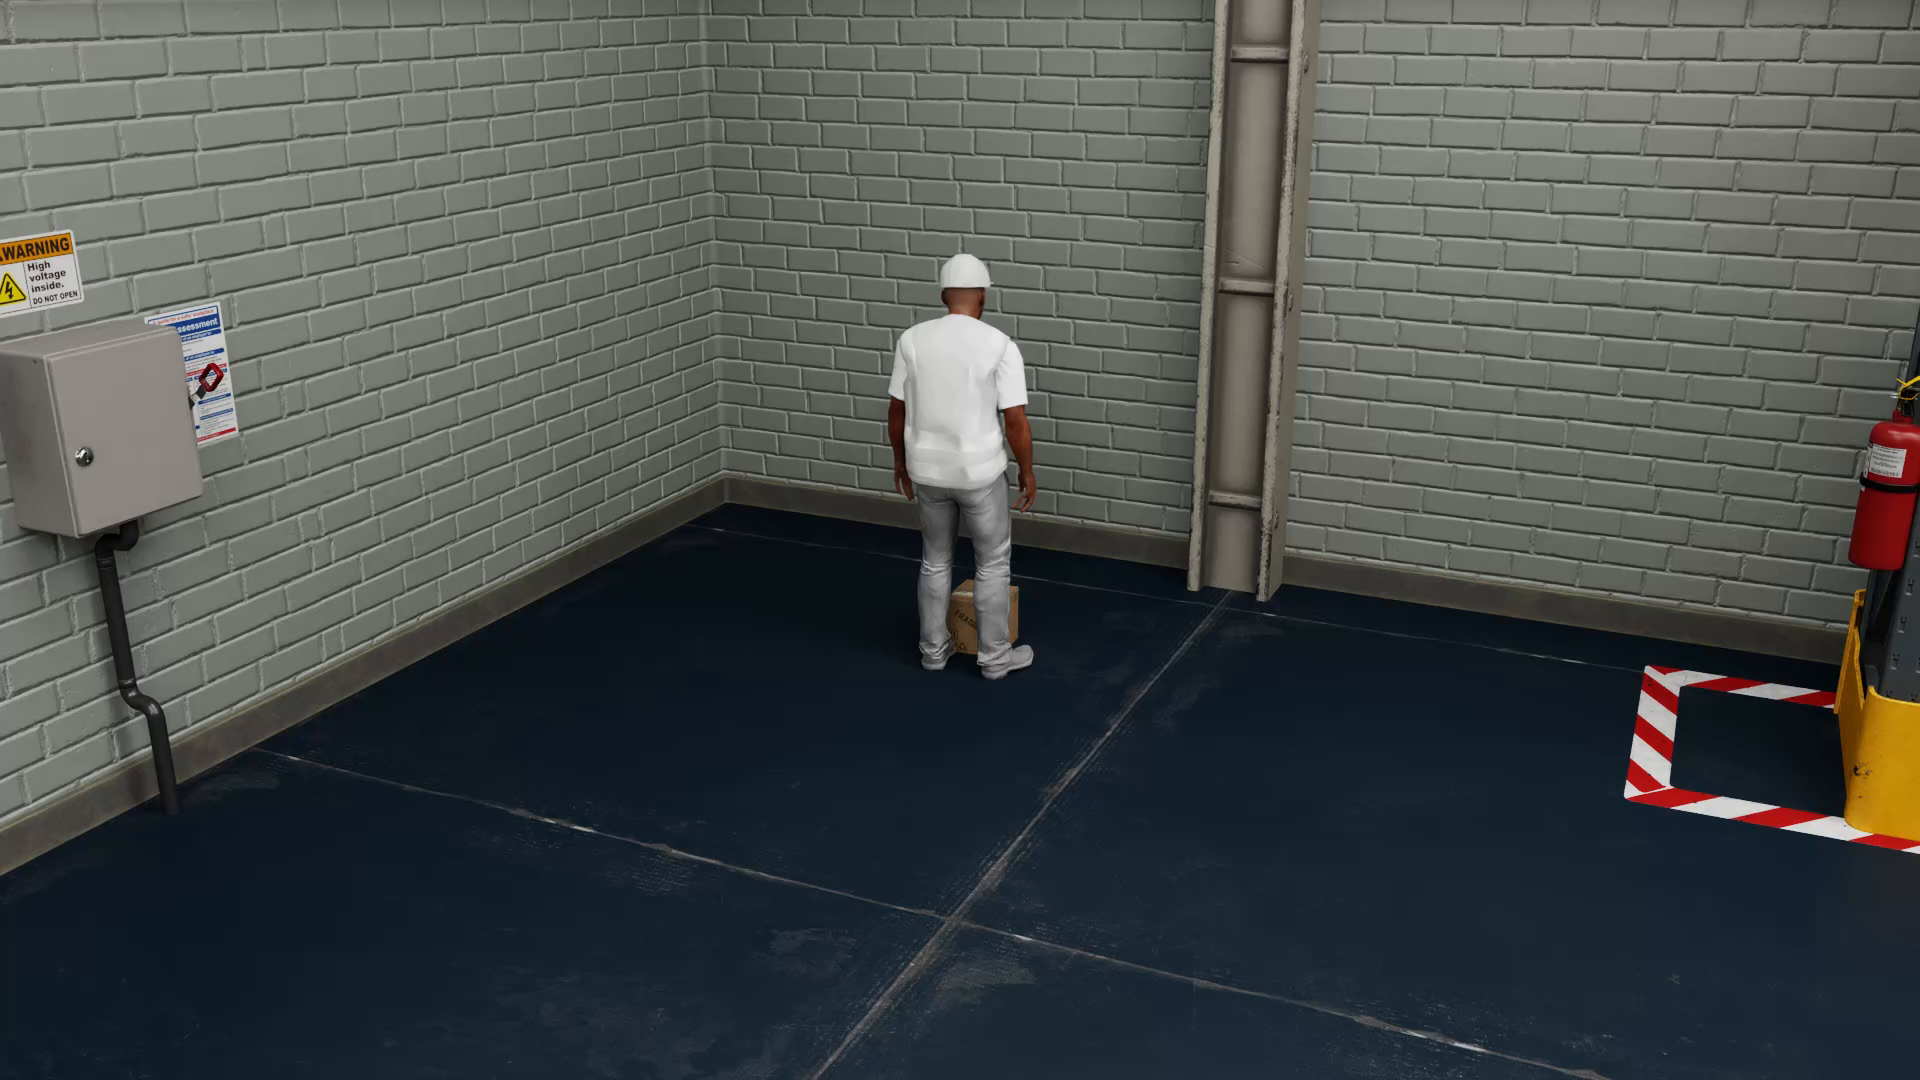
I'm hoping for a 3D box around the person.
[{"bbox_3d":[0.014,-0.299,6.910,0.634,1.760,0.463,8,20,22],"label":"person"}]
